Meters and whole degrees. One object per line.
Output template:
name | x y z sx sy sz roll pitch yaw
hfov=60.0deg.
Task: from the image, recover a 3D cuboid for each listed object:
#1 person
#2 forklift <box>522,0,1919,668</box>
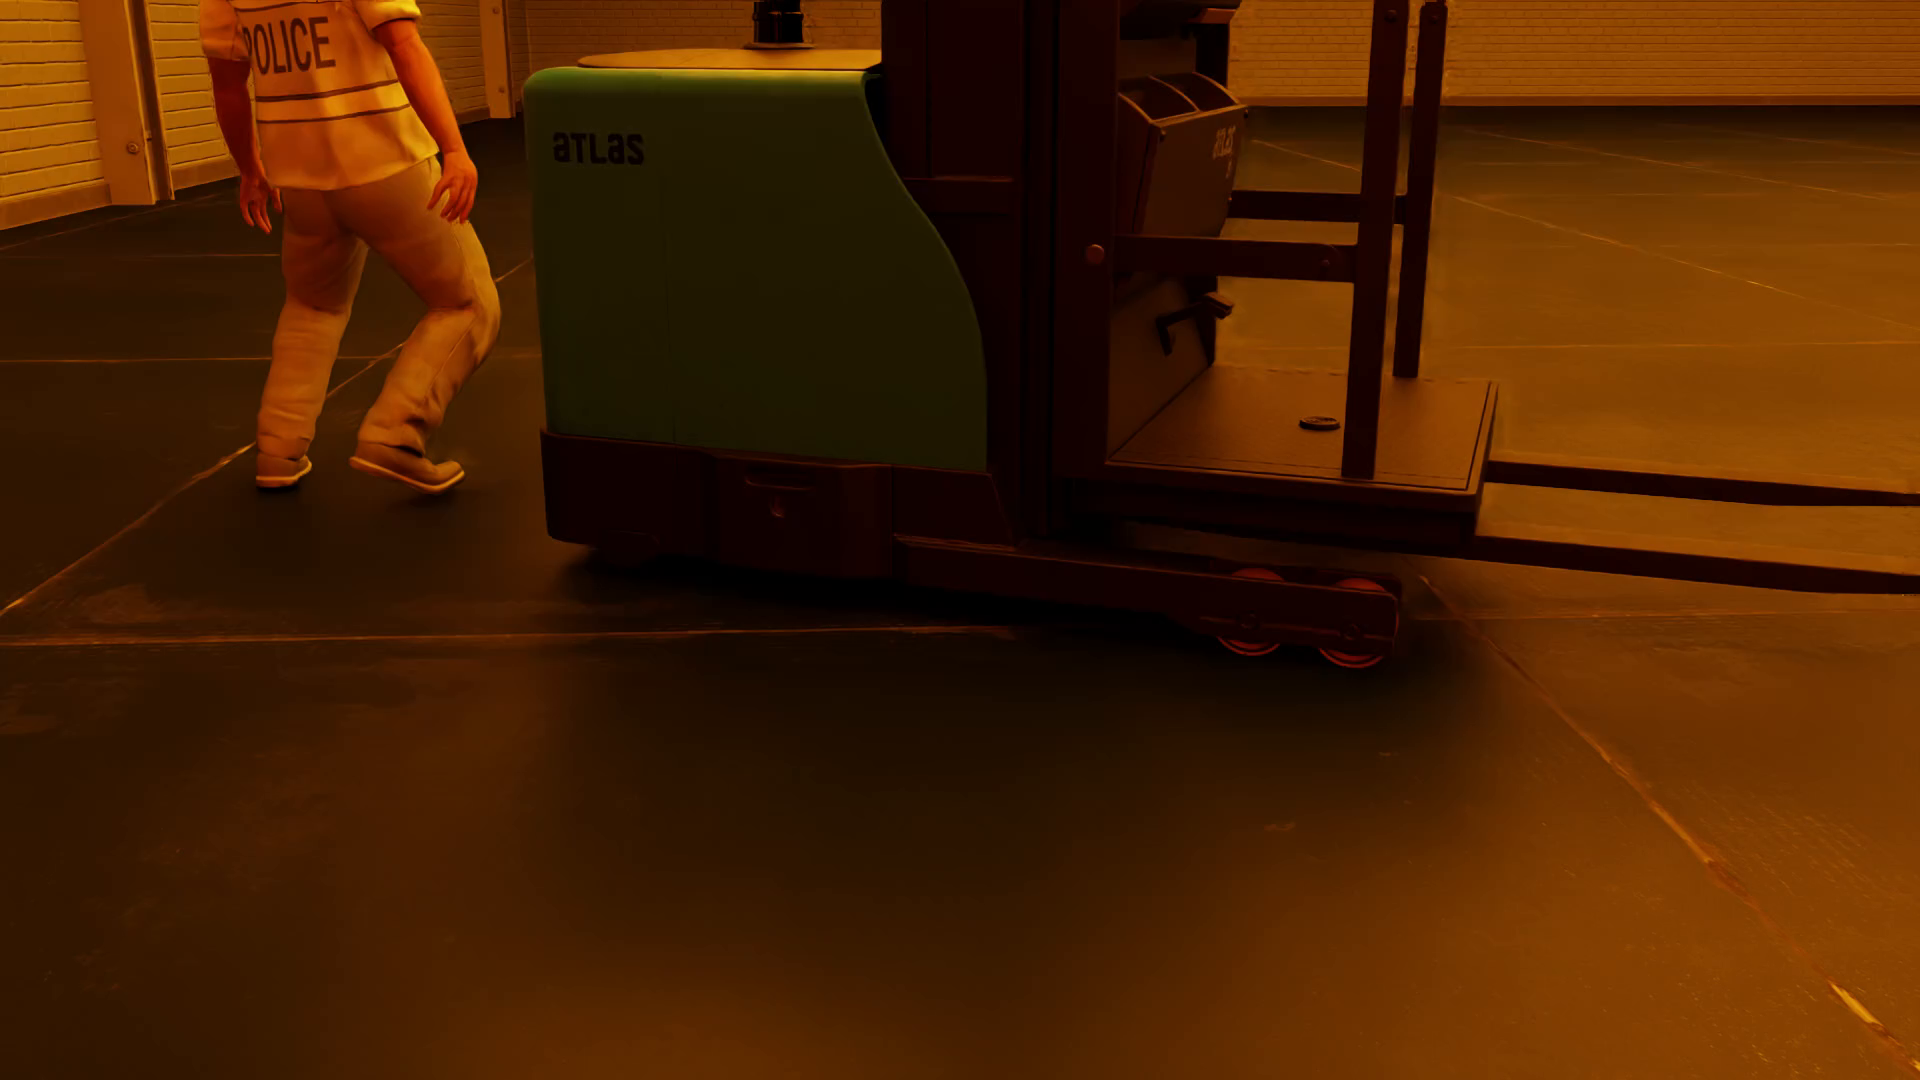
person | -1.515 -0.934 4.150 0.898 1.673 0.491 8 19 25
forklift | 0.647 -1.335 3.273 3.031 2.935 1.130 6 18 18
